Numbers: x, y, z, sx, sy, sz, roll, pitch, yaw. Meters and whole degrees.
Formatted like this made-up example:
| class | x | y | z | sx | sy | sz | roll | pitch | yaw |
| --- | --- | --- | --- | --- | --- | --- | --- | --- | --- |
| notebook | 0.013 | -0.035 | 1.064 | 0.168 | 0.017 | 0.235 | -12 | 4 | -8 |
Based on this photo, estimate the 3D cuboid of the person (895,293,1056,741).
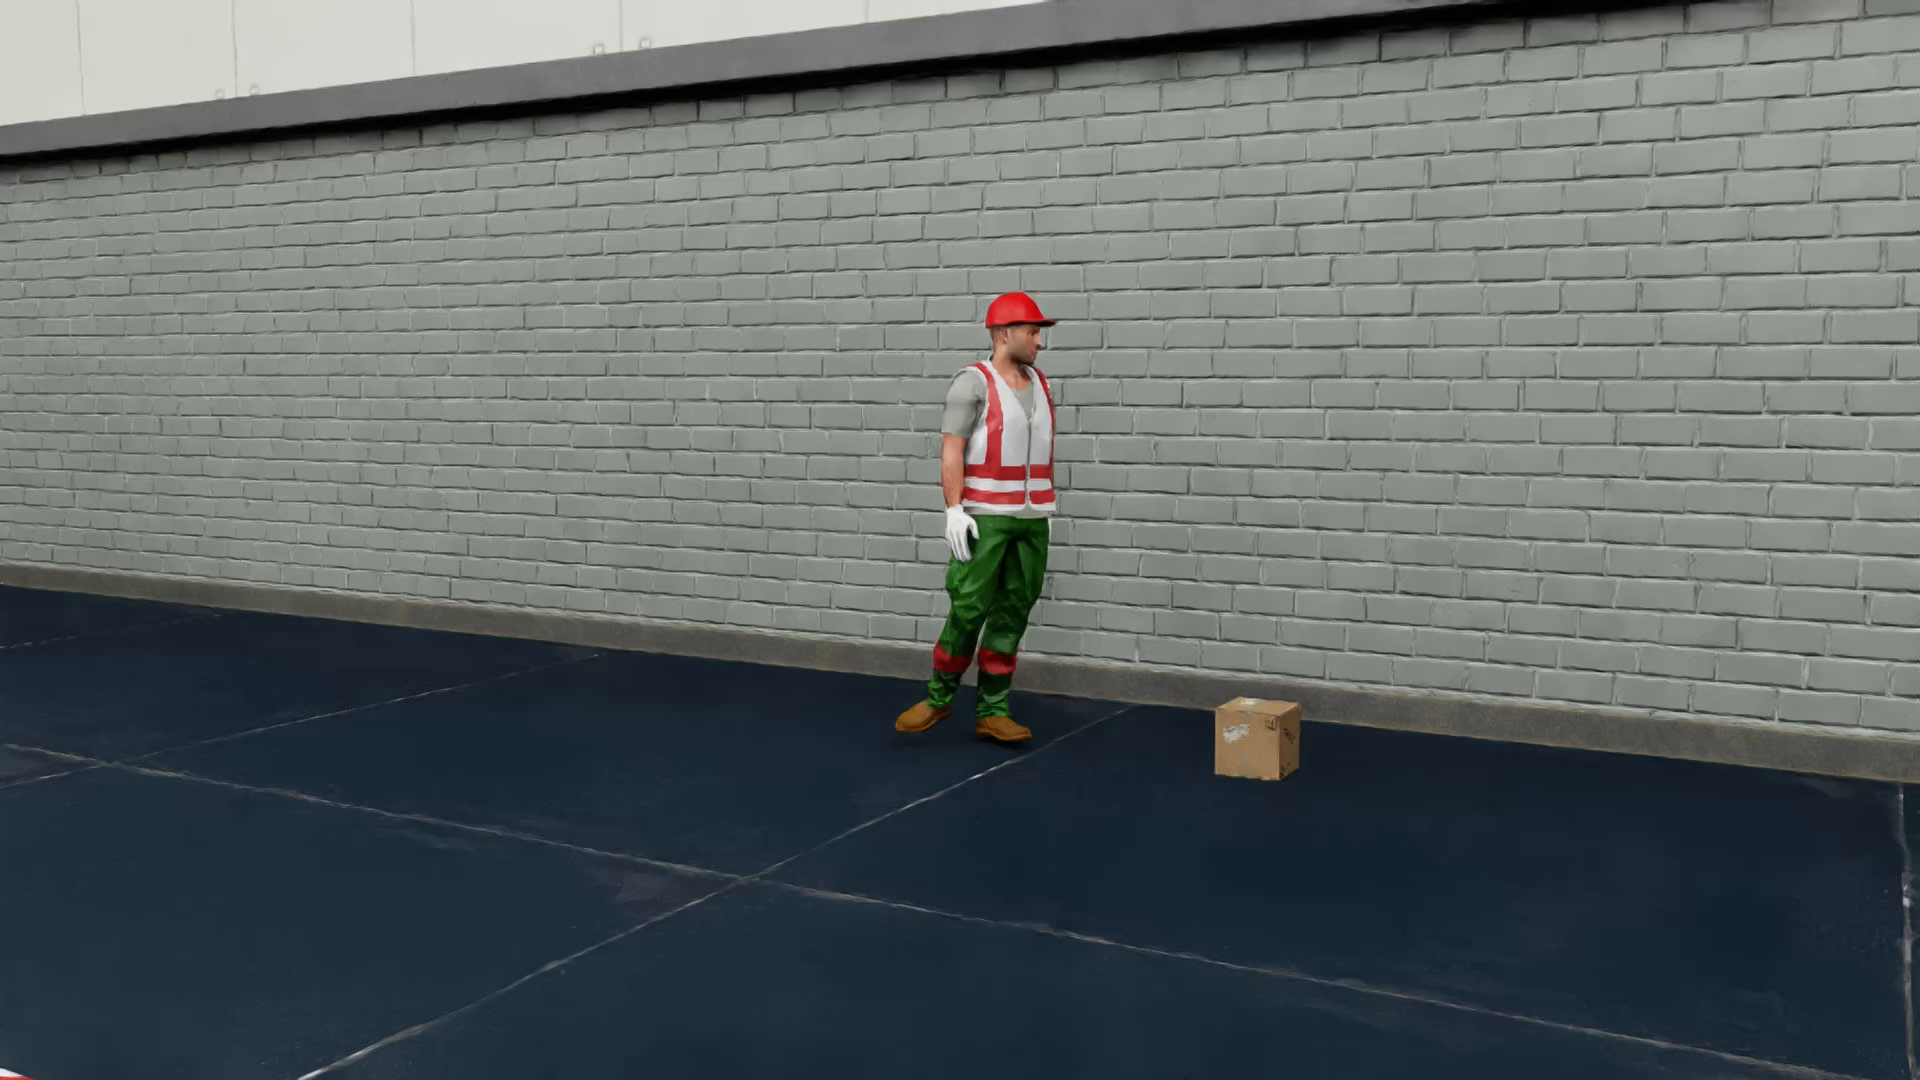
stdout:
| class | x | y | z | sx | sy | sz | roll | pitch | yaw |
| --- | --- | --- | --- | --- | --- | --- | --- | --- | --- |
| person | 0.100 | -0.085 | 6.614 | 0.700 | 1.782 | 0.449 | -4 | 7 | -33 |
